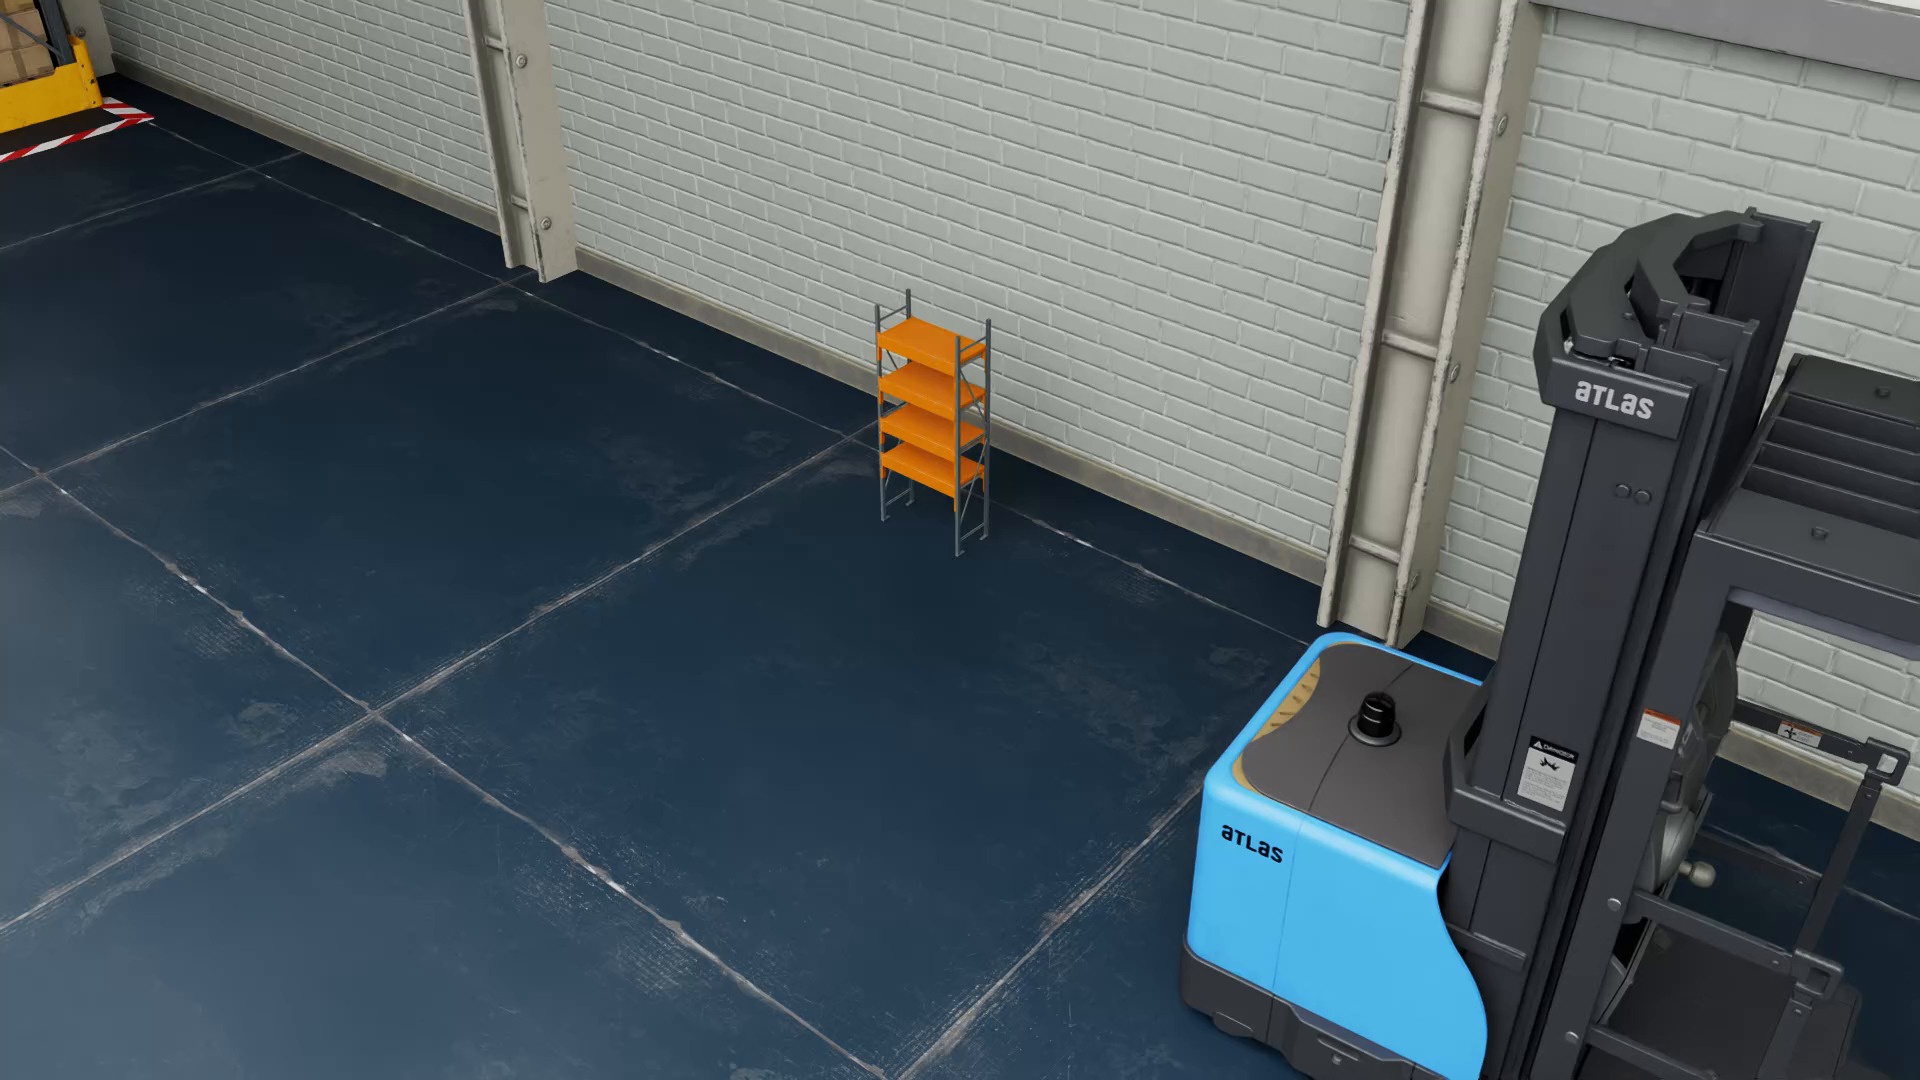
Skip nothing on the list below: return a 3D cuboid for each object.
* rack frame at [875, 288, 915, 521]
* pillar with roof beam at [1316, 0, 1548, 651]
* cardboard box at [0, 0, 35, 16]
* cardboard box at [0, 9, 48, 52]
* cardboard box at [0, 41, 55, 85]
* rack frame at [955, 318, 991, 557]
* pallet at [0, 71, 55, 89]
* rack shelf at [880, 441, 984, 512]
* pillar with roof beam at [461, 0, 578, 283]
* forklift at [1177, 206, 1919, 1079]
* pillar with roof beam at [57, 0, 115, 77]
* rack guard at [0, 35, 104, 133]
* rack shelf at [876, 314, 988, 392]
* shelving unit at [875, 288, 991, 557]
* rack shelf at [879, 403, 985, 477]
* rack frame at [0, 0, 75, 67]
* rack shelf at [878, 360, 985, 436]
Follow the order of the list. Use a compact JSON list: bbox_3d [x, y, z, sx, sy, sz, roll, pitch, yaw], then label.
[{"bbox_3d":[-0.315,-0.643,8.126,0.015,1.200,0.240,25,42,32],"label":"rack frame"},{"bbox_3d":[-0.859,-1.446,2.407,0.400,9.000,9.100,25,42,32],"label":"pillar with roof beam"},{"bbox_3d":[-7.616,-4.257,12.973,0.500,0.250,0.500,25,41,31],"label":"cardboard box"},{"bbox_3d":[-7.597,-4.055,13.121,0.500,0.250,0.500,26,42,33],"label":"cardboard box"},{"bbox_3d":[-7.620,-3.851,13.266,0.500,0.250,0.500,25,42,32],"label":"cardboard box"},{"bbox_3d":[0.060,-0.466,7.869,0.015,1.200,0.240,25,42,32],"label":"rack frame"},{"bbox_3d":[-7.983,-3.658,13.390,1.213,0.211,1.003,25,42,32],"label":"pallet"},{"bbox_3d":[-0.127,-0.335,8.148,0.480,0.148,0.258,25,42,32],"label":"rack shelf"},{"bbox_3d":[-5.470,-3.619,5.571,0.400,9.000,9.100,25,42,32],"label":"pillar with roof beam"},{"bbox_3d":[2.270,0.674,4.679,3.031,2.935,1.130,21,40,28],"label":"forklift"},{"bbox_3d":[-10.081,-5.793,8.736,0.400,9.000,9.100,25,42,32],"label":"pillar with roof beam"},{"bbox_3d":[-7.350,-3.509,12.918,0.348,0.500,1.175,25,42,32],"label":"rack guard"},{"bbox_3d":[-0.127,-0.878,7.775,0.480,0.148,0.258,25,42,32],"label":"rack shelf"},{"bbox_3d":[-0.127,-0.555,7.998,0.503,1.200,0.258,25,42,32],"label":"shelving unit"},{"bbox_3d":[-0.127,-0.499,8.036,0.480,0.148,0.258,25,42,32],"label":"rack shelf"},{"bbox_3d":[-7.368,-4.548,12.223,0.127,3.000,1.000,25,42,32],"label":"rack frame"},{"bbox_3d":[-0.127,-0.683,7.909,0.480,0.148,0.258,25,42,32],"label":"rack shelf"}]
